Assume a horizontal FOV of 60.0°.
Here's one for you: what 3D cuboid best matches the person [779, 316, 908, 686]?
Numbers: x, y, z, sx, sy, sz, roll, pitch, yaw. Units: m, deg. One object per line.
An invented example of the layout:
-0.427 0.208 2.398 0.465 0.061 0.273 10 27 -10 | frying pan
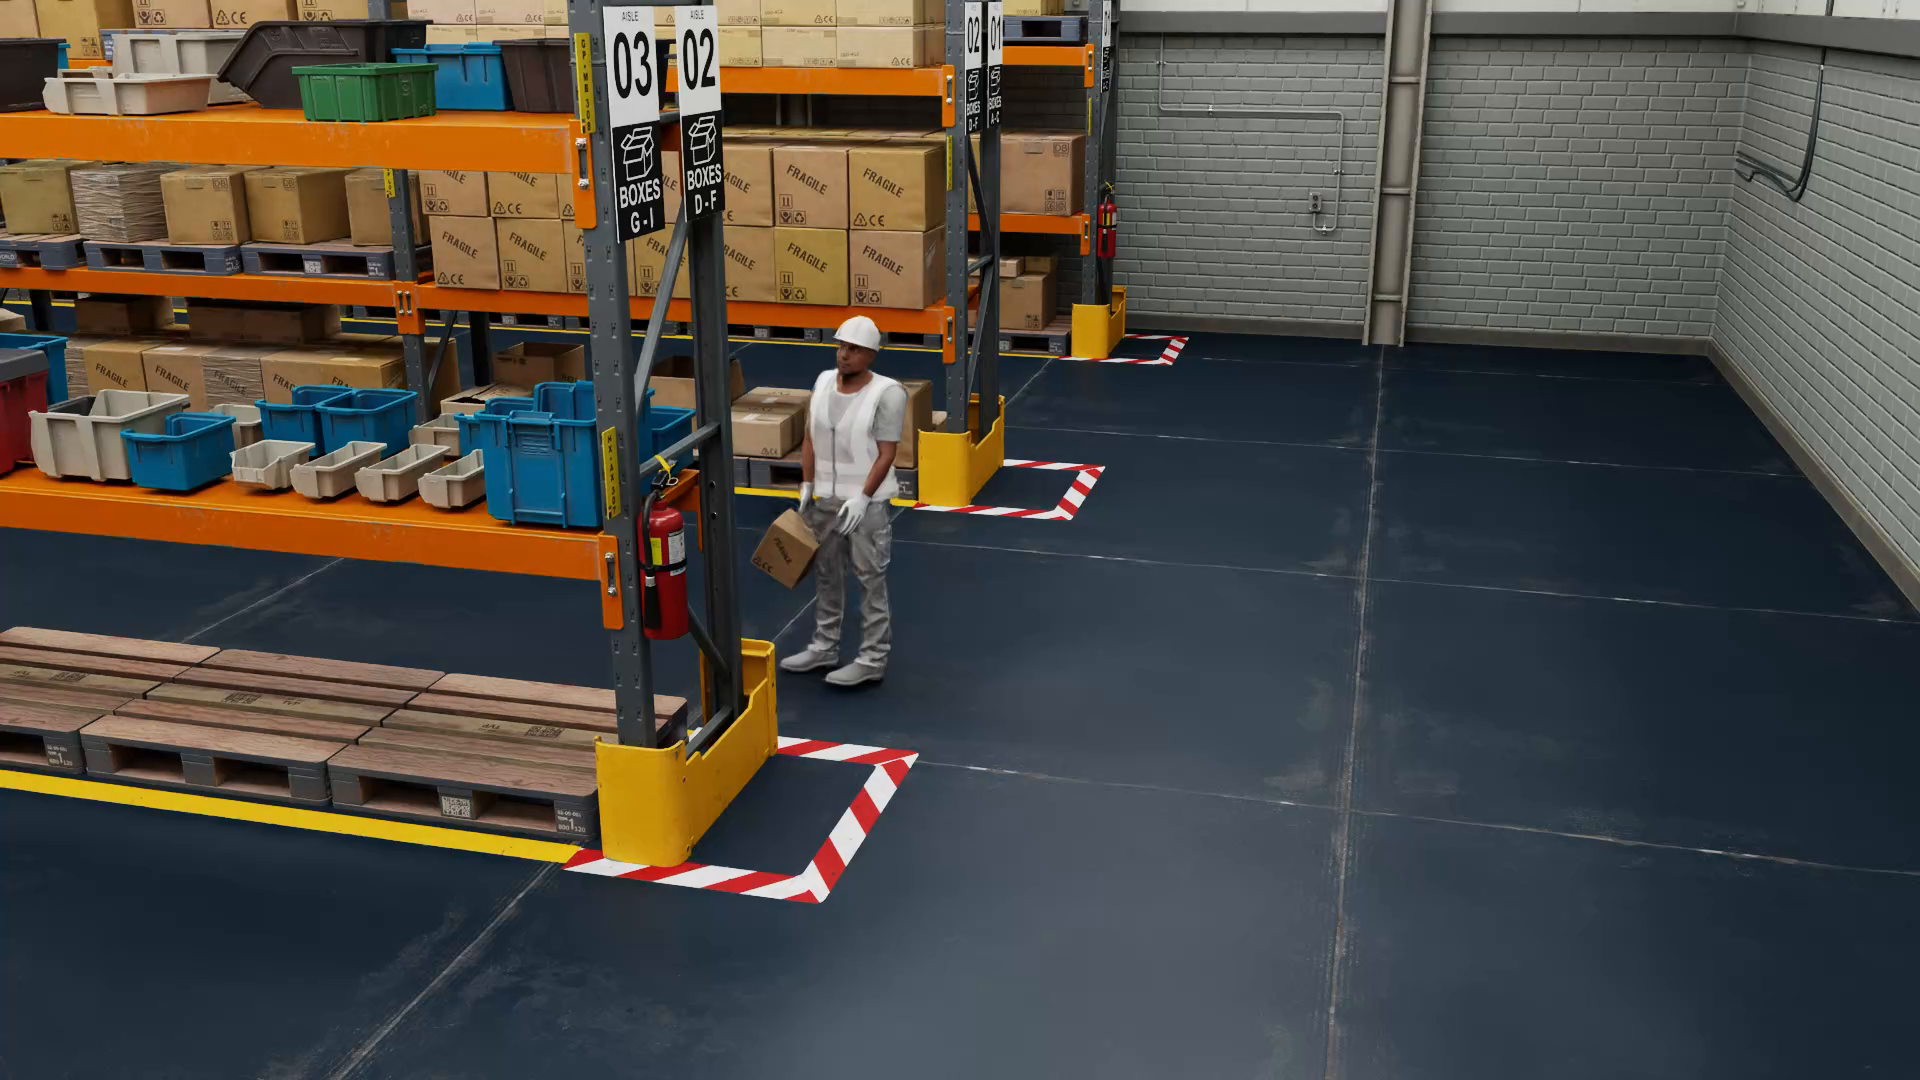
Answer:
-0.574 -0.188 8.033 0.599 1.794 0.456 12 22 33 | person
